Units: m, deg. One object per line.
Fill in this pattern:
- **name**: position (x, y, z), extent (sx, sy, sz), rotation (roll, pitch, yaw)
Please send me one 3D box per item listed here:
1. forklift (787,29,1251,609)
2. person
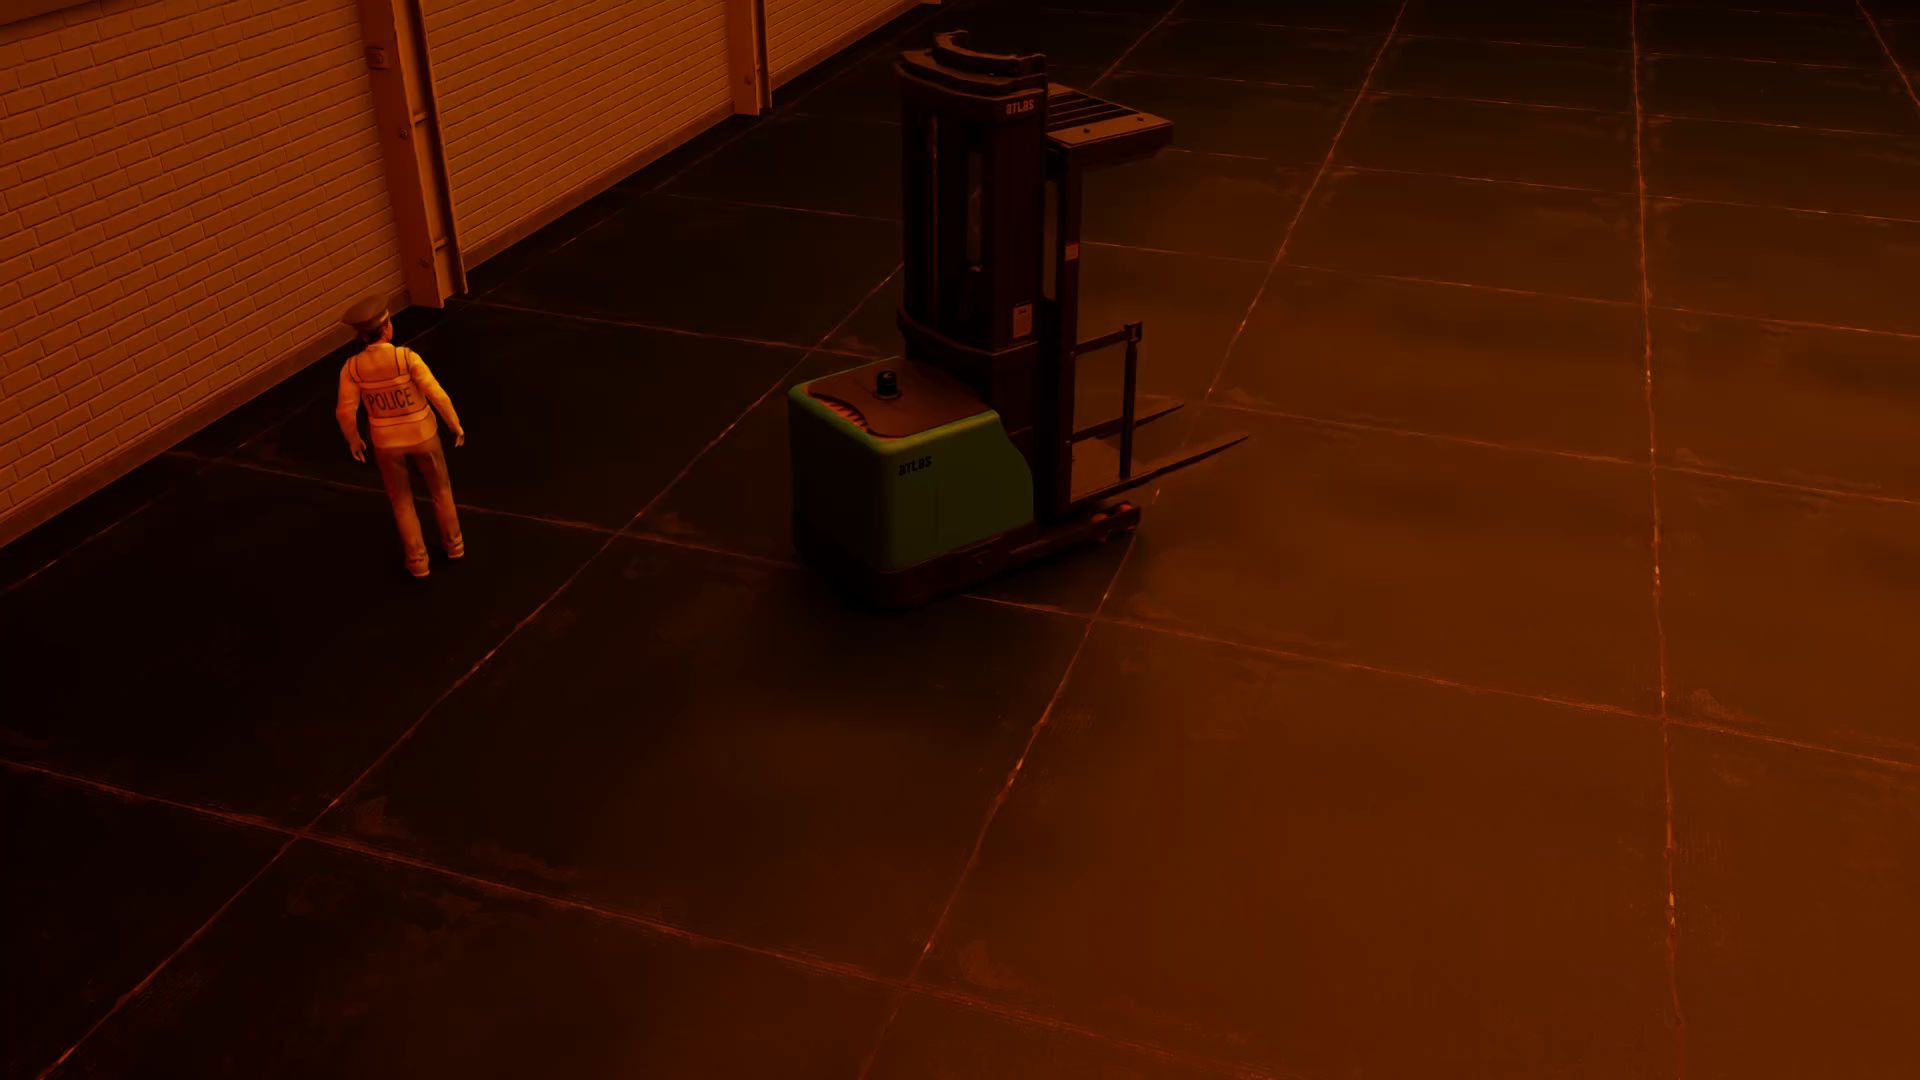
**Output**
- **forklift**: position (0.487, -1.458, 9.694), extent (3.031, 2.935, 1.130), rotation (-20, 35, -31)
- **person**: position (-3.165, -0.601, 9.463), extent (0.657, 1.676, 0.476), rotation (-8, 31, -13)
